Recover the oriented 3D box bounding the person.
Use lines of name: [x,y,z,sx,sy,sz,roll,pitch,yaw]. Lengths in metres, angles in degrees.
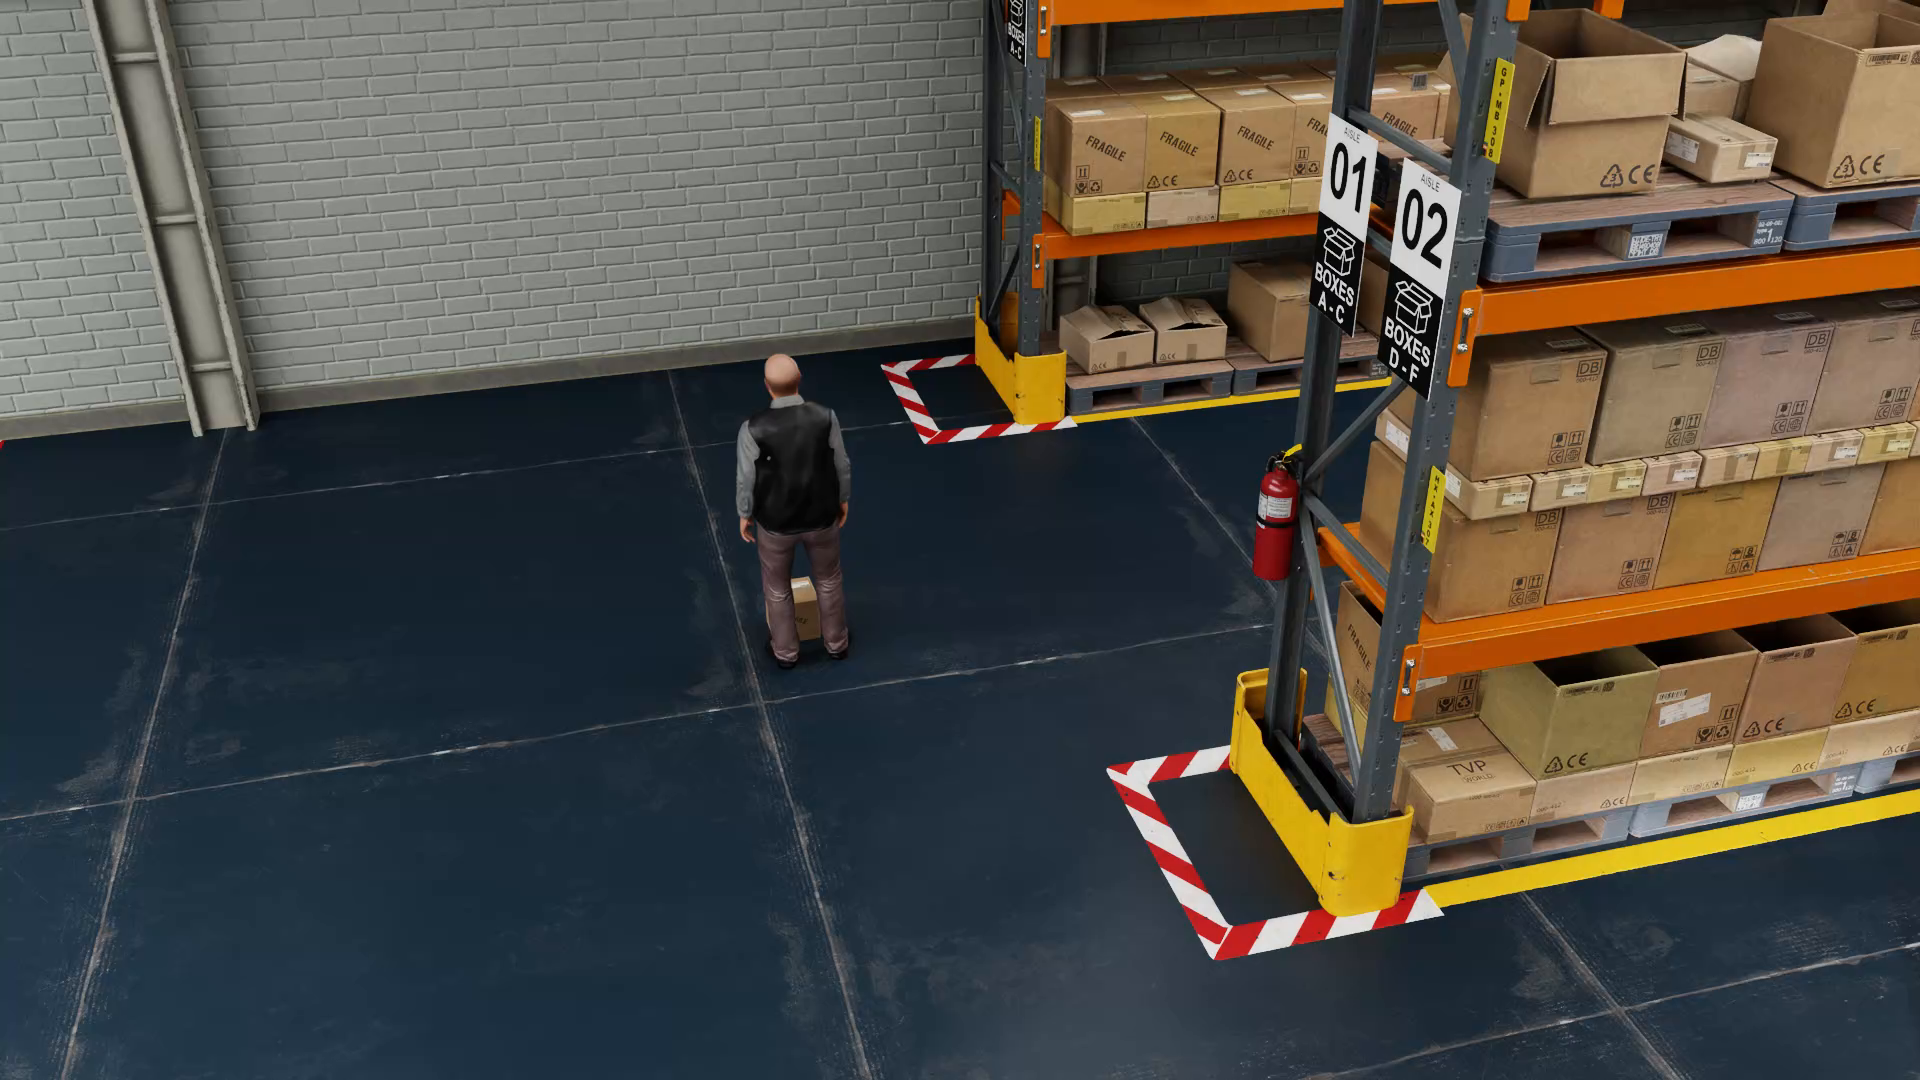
person: [-0.834,-0.117,8.466,0.589,1.721,0.411,-9,31,-15]
